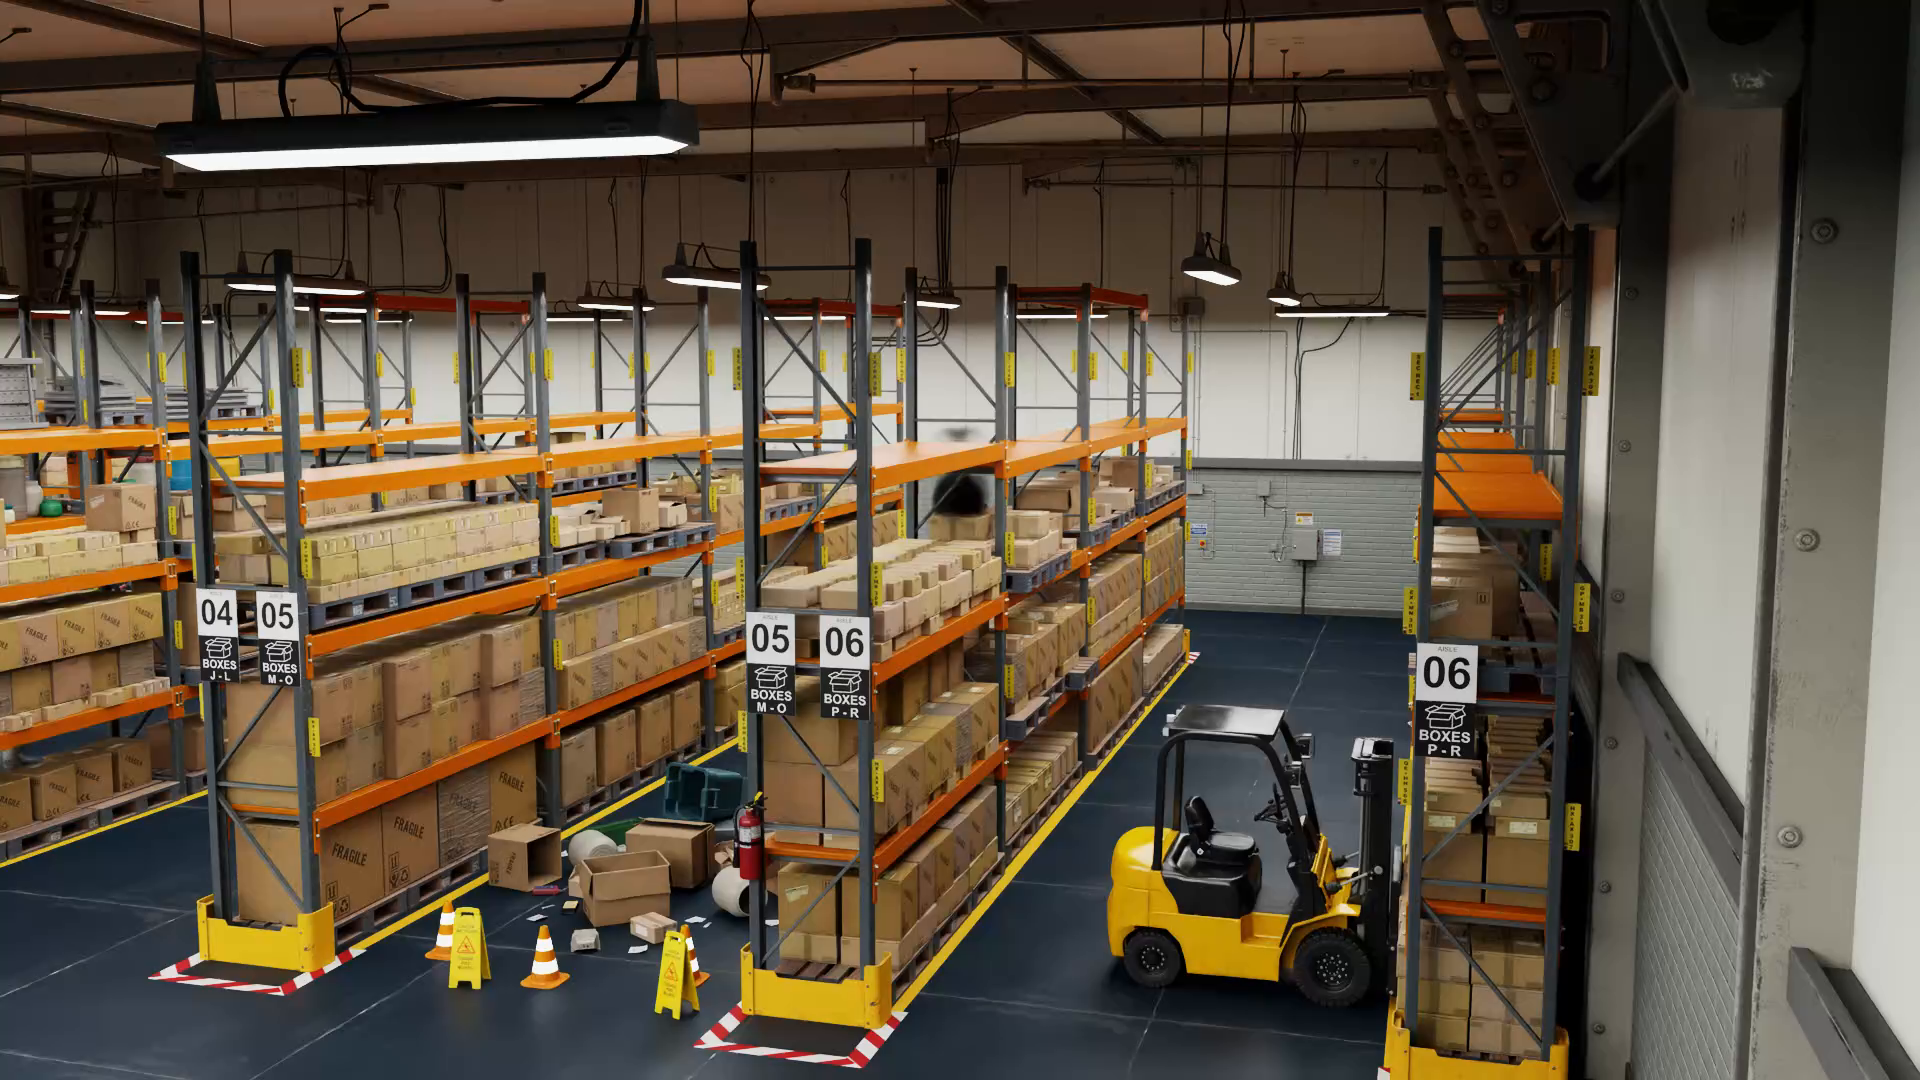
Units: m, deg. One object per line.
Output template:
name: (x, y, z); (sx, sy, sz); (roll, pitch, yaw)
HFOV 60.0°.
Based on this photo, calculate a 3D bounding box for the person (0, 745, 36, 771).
person: (-11.064, 2.139, 19.504); (0.660, 1.727, 0.735); (1, 6, 7)
